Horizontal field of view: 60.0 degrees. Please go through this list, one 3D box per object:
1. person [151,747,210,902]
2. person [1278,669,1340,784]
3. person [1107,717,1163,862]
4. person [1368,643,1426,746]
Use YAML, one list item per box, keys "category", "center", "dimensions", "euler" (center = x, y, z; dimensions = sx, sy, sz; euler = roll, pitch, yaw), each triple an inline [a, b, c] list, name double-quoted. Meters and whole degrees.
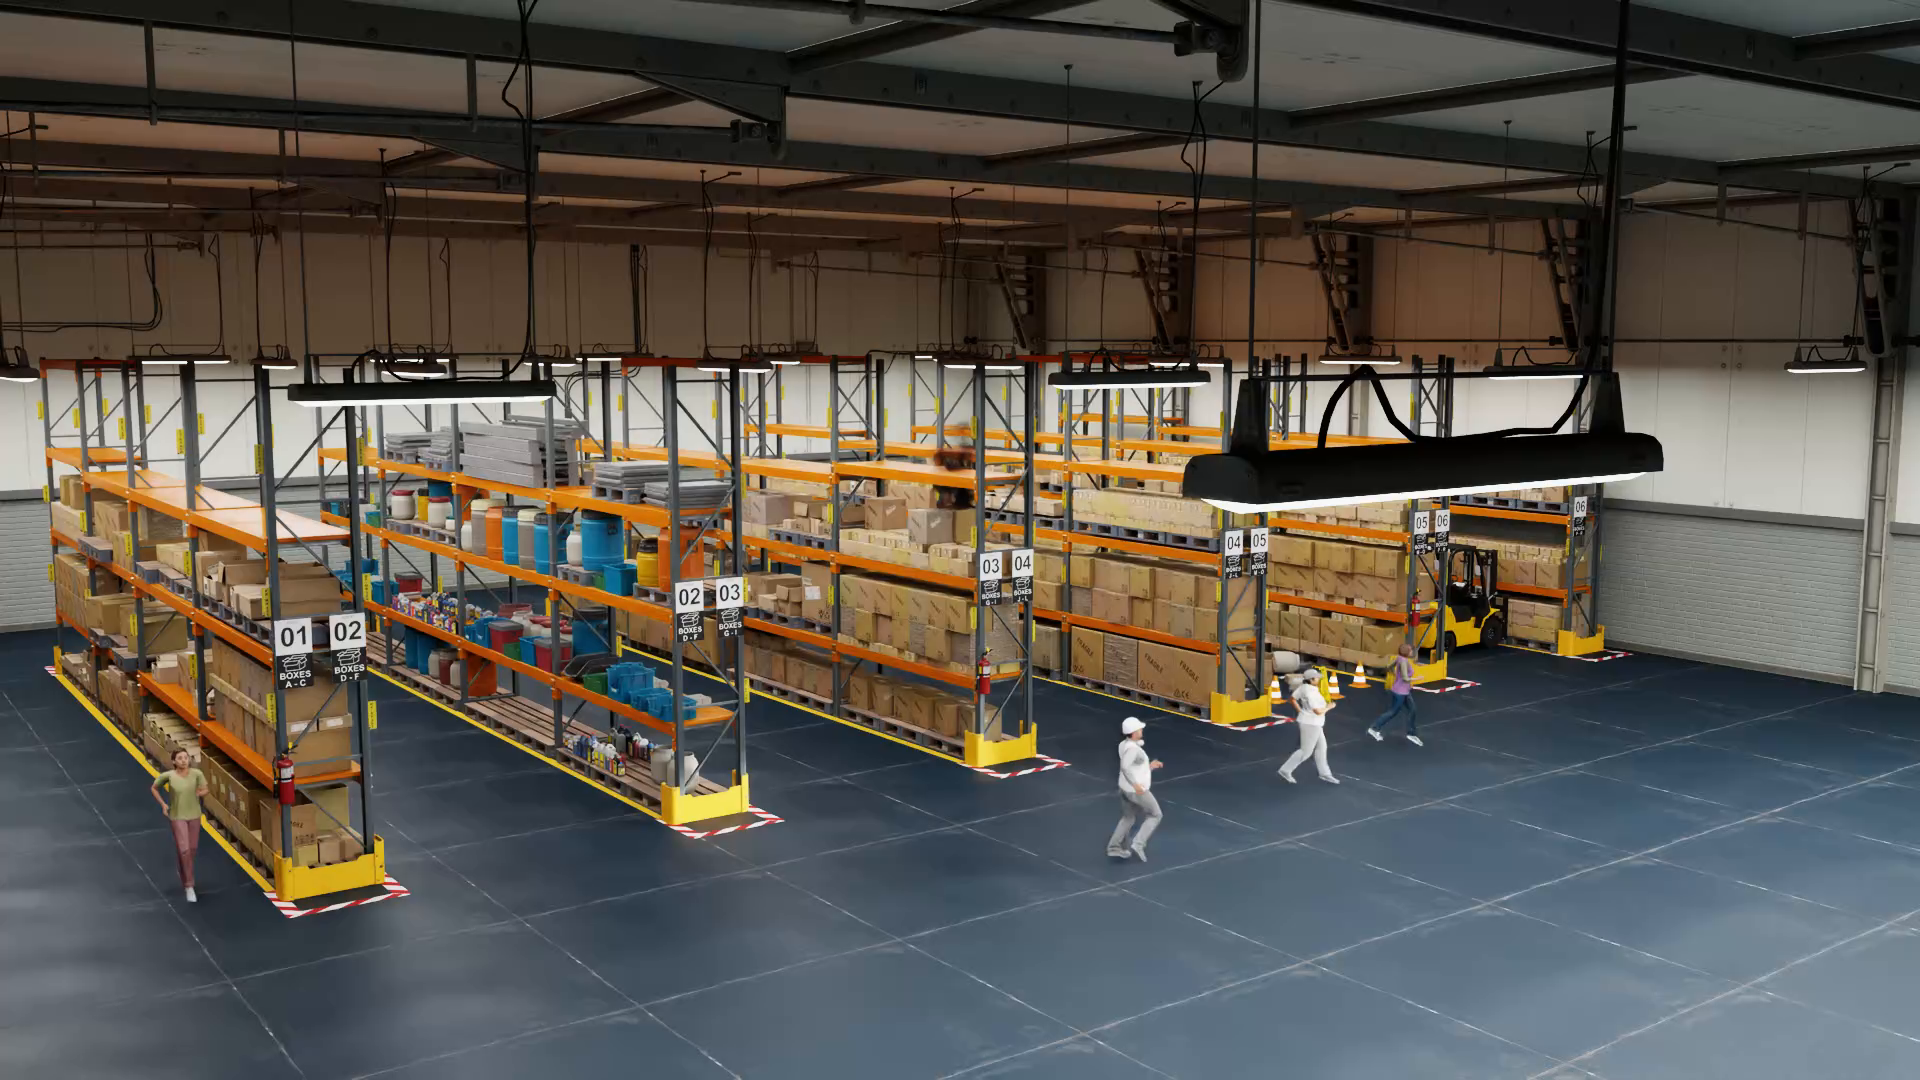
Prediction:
- category: "person"
  center: [-8.854, 3.216, 19.005]
  dimensions: [0.554, 1.717, 0.698]
  euler: [-6, 9, -43]
- category: "person"
  center: [4.972, 2.657, 23.632]
  dimensions: [0.912, 1.679, 0.597]
  euler: [0, 7, 2]
- category: "person"
  center: [2.146, 3.035, 20.221]
  dimensions: [0.703, 1.783, 0.628]
  euler: [-2, 7, -16]
- category: "person"
  center: [6.852, 2.414, 26.069]
  dimensions: [0.852, 1.627, 0.549]
  euler: [2, 7, 14]
